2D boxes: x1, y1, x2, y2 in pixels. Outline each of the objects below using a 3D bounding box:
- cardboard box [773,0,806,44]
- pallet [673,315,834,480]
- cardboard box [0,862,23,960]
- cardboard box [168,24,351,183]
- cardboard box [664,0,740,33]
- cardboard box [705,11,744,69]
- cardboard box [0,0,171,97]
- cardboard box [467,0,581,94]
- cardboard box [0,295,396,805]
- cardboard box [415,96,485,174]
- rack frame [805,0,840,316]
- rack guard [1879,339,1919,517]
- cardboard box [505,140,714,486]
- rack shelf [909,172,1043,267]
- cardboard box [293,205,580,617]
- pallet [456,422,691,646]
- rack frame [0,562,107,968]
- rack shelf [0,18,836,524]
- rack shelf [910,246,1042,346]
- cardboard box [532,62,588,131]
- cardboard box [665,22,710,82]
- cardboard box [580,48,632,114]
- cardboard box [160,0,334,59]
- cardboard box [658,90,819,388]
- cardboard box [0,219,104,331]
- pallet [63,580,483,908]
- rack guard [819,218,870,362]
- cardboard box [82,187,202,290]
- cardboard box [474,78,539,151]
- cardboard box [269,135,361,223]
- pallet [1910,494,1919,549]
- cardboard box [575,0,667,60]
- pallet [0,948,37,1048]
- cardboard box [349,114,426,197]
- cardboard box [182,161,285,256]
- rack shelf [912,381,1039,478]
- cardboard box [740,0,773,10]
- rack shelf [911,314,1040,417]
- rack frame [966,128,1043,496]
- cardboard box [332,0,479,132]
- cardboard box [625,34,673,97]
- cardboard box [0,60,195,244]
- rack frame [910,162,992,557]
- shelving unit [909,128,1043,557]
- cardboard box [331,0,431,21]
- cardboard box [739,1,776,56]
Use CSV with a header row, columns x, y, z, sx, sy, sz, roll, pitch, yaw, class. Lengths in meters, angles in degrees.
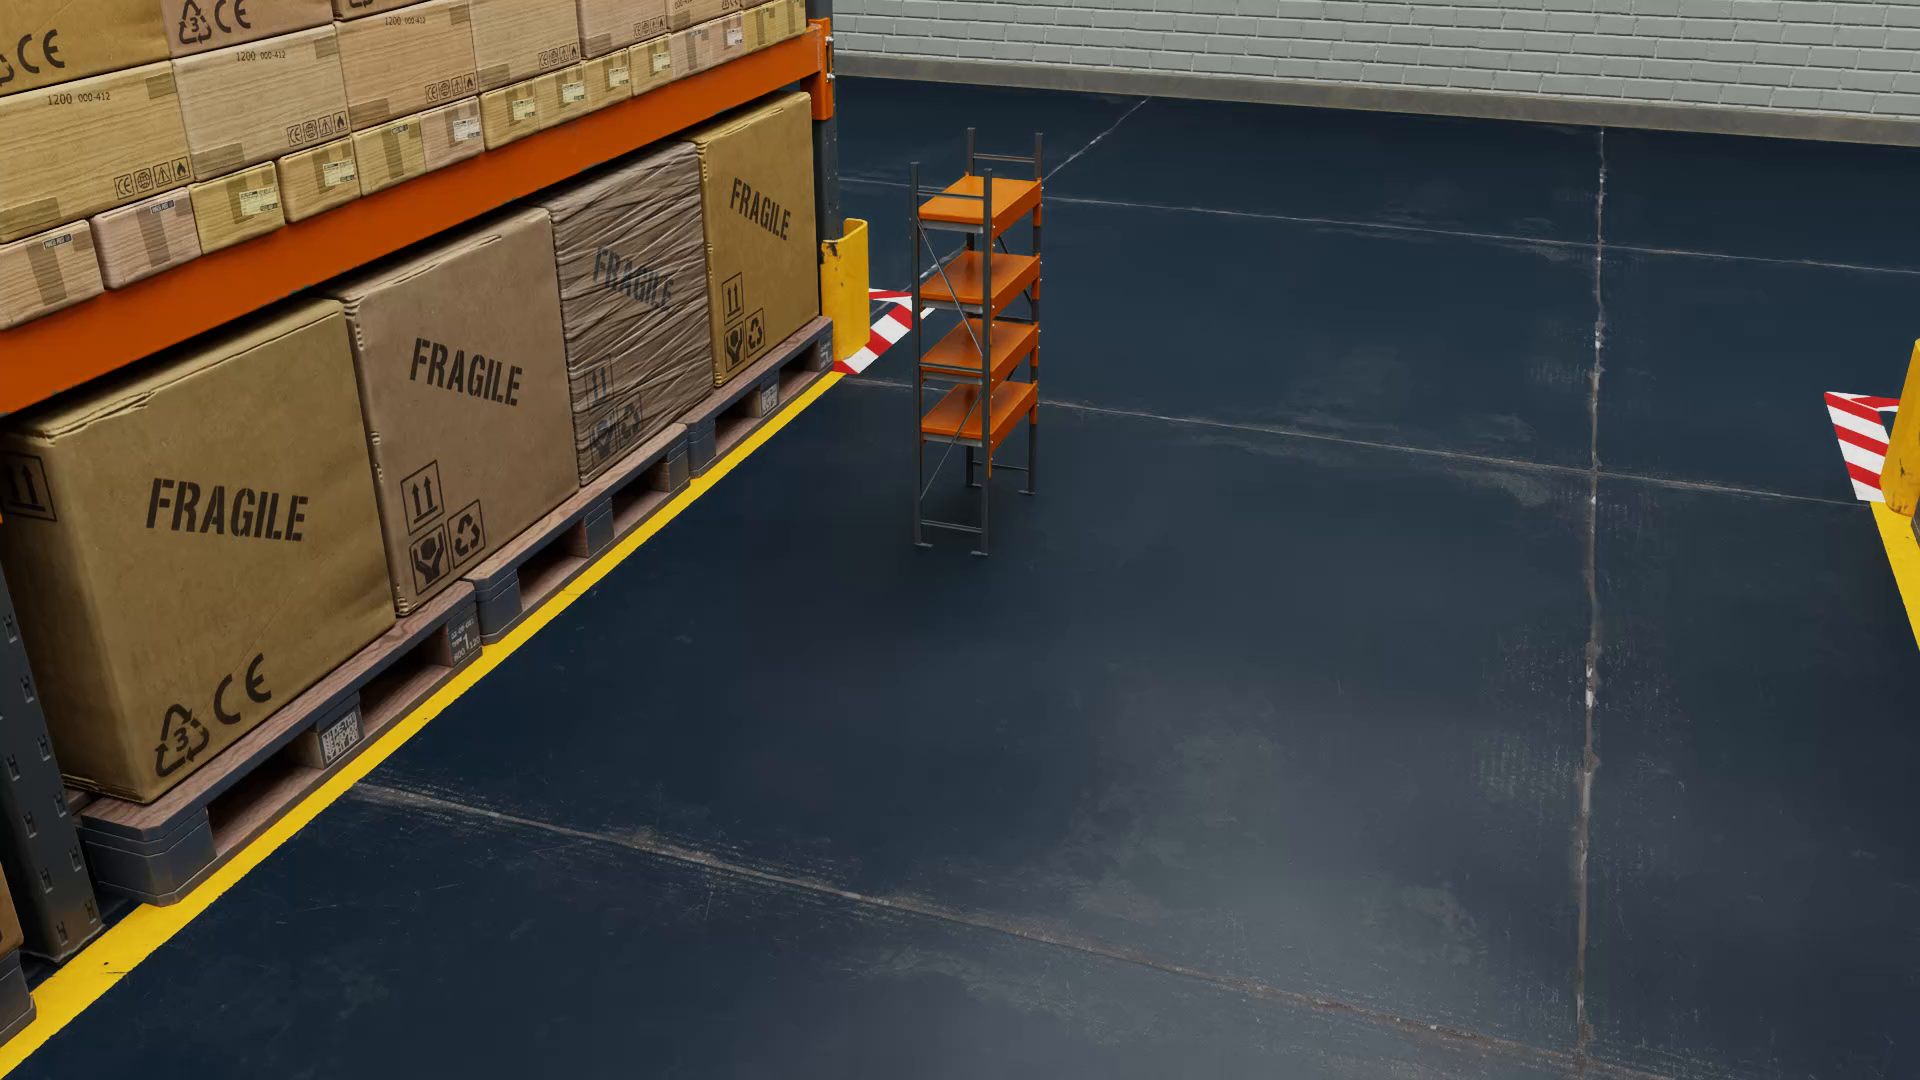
x,y,z,sx,sy,sz,roll,pitch,yaw,class
-0.783,-1.903,6.027,0.380,0.149,0.250,9,27,18,cardboard box
-1.168,-0.615,6.279,1.003,0.211,1.213,9,27,17,pallet
-2.501,0.467,2.800,1.225,0.875,0.875,9,27,18,cardboard box
-1.733,-0.992,3.687,0.500,0.250,0.500,9,27,17,cardboard box
-1.056,-1.831,5.420,0.500,0.250,0.500,8,27,17,cardboard box
-0.953,-1.693,5.592,0.380,0.149,0.250,9,27,18,cardboard box
-1.906,-1.130,3.113,0.500,0.500,0.500,9,27,17,cardboard box
-1.394,-1.407,4.545,0.500,0.250,0.500,9,27,18,cardboard box
-2.011,-0.059,3.886,0.875,0.875,0.875,9,27,17,cardboard box
-1.464,-1.060,4.285,0.380,0.149,0.250,9,27,18,cardboard box
-0.975,-2.210,6.373,1.000,3.000,0.127,9,27,17,rack frame
3.643,-0.293,5.282,1.175,0.500,0.348,9,27,17,rack guard
-1.416,-0.795,5.405,0.875,0.875,0.875,9,27,17,cardboard box
0.055,-0.962,4.958,0.258,0.148,0.480,9,27,17,rack shelf
-1.712,-0.429,4.650,0.875,0.875,0.875,9,27,17,cardboard box
-1.575,-0.116,5.247,1.003,0.211,1.213,9,27,17,pallet
-2.307,-0.567,2.978,1.000,3.000,0.127,9,27,17,rack frame
-1.641,-1.065,4.832,1.077,0.370,4.000,9,27,17,rack shelf
0.055,-0.749,5.061,0.258,0.148,0.480,9,27,17,rack shelf
-1.292,-1.275,4.730,0.380,0.149,0.250,9,27,18,cardboard box
-1.037,-1.590,5.381,0.380,0.149,0.250,9,27,18,cardboard box
-1.208,-1.377,4.939,0.380,0.149,0.250,9,27,18,cardboard box
-1.735,-1.332,3.528,0.500,0.500,0.500,9,27,17,cardboard box
-1.113,-1.169,6.178,0.875,0.875,0.875,9,27,17,cardboard box
-1.894,-0.527,3.184,0.380,0.149,0.250,9,27,18,cardboard box
-1.980,0.387,4.208,1.003,0.211,1.213,9,27,17,pallet
-0.967,-1.095,6.938,1.175,0.500,0.348,9,27,17,rack guard
-1.807,-0.635,3.407,0.380,0.149,0.250,8,27,16,cardboard box
-1.377,-1.168,4.508,0.380,0.149,0.250,8,27,16,cardboard box
-1.634,-0.851,3.855,0.380,0.149,0.250,8,27,16,cardboard box
3.339,0.165,4.666,1.003,0.211,1.213,9,27,17,pallet
-1.225,-1.622,4.988,0.500,0.250,0.500,8,27,16,cardboard box
-2.492,1.016,2.908,1.003,0.211,1.213,9,27,17,pallet
-1.549,-0.957,4.072,0.380,0.149,0.250,8,27,17,cardboard box
-1.720,-0.743,3.631,0.380,0.149,0.250,10,27,19,cardboard box
0.055,-0.369,5.245,0.258,0.148,0.480,9,27,17,rack shelf
-0.886,-2.039,5.850,0.500,0.250,0.500,8,27,17,cardboard box
0.055,-0.548,5.158,0.258,0.148,0.480,9,27,17,rack shelf
0.136,-0.708,5.336,0.240,1.200,0.015,9,27,17,rack frame
-1.566,-1.205,4.128,0.500,0.250,0.500,9,27,19,cardboard box
-1.122,-1.483,5.160,0.380,0.149,0.250,8,27,16,cardboard box
-1.903,-0.788,3.266,0.500,0.250,0.500,8,27,16,cardboard box
-0.026,-0.508,4.922,0.240,1.200,0.015,9,27,17,rack frame
0.055,-0.608,5.129,0.258,1.200,0.503,9,27,17,shelving unit
-1.566,-1.546,3.971,0.500,0.500,0.500,8,27,16,cardboard box
-0.868,-1.796,5.806,0.380,0.149,0.250,9,27,18,cardboard box
